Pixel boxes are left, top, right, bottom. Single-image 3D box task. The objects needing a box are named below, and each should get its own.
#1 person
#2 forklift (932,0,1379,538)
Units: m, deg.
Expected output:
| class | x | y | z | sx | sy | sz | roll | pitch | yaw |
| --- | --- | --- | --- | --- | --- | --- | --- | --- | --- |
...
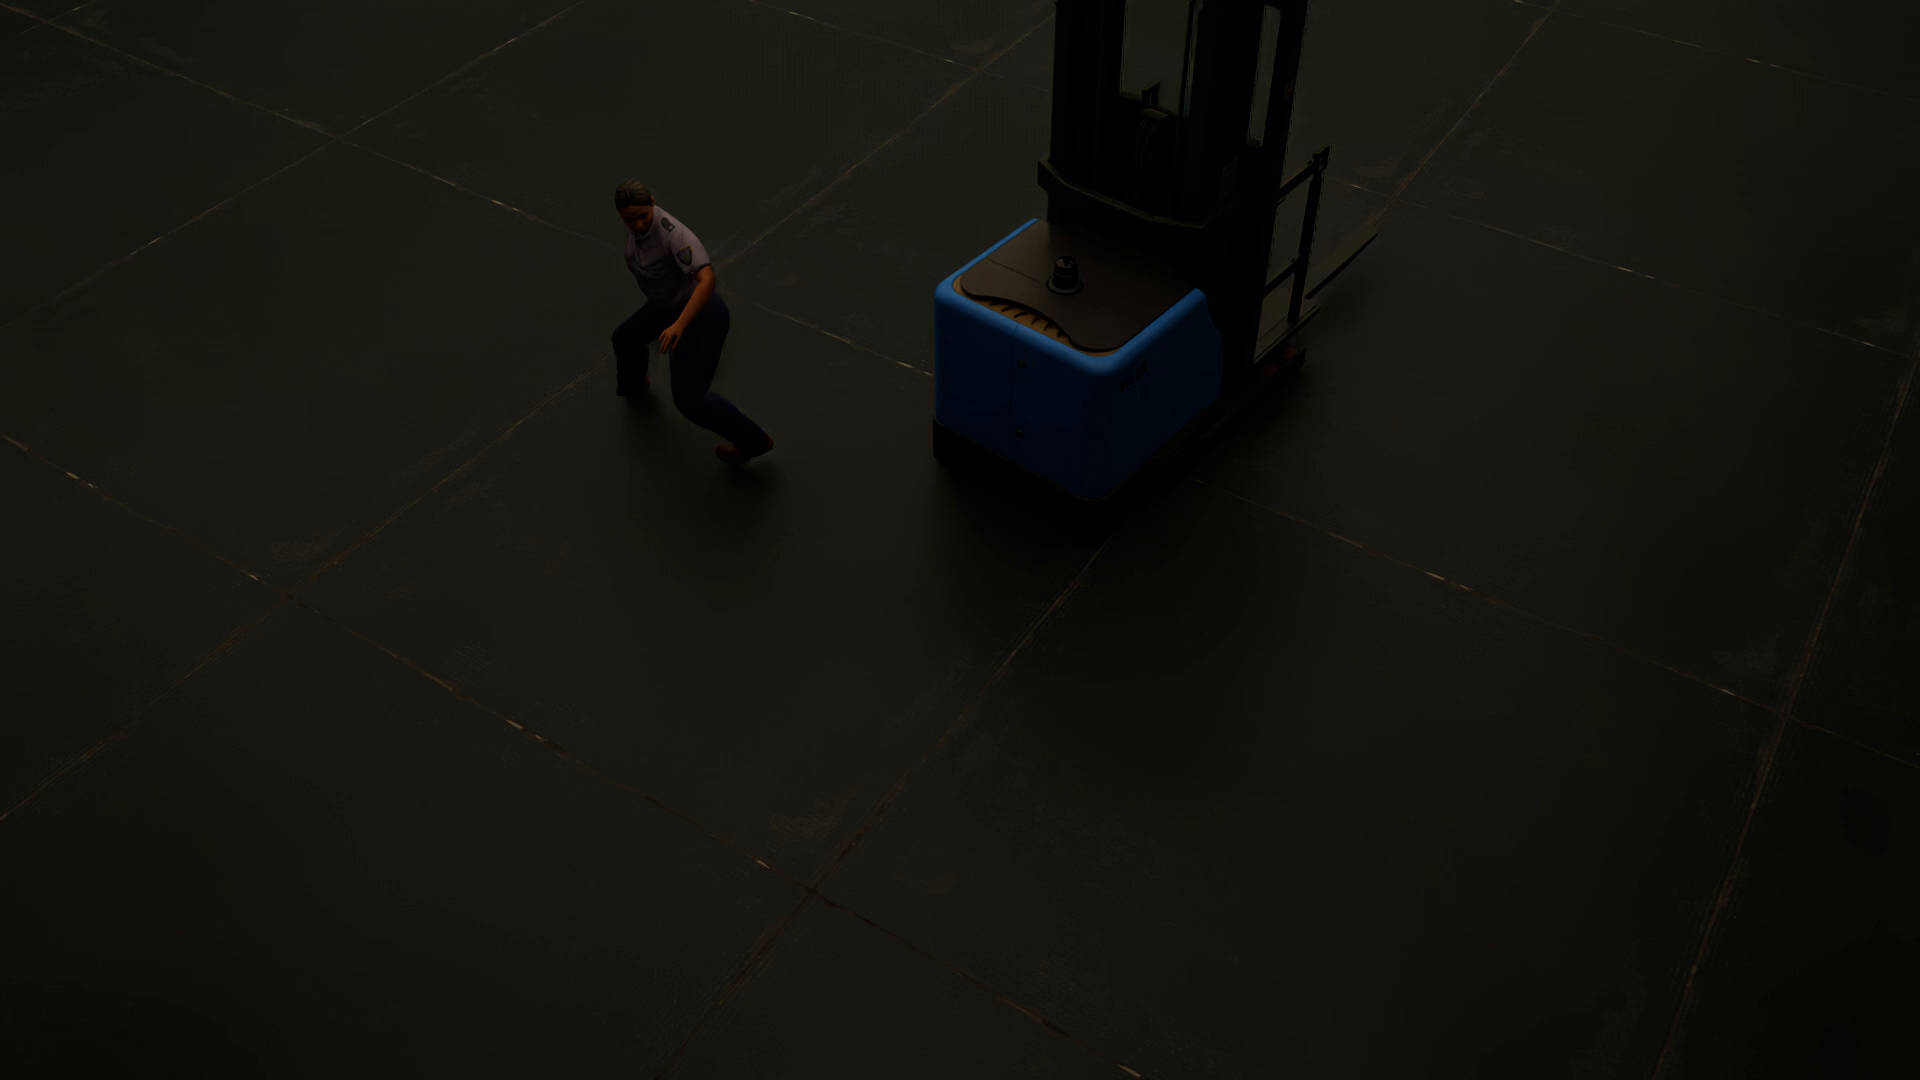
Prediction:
| class | x | y | z | sx | sy | sz | roll | pitch | yaw |
| --- | --- | --- | --- | --- | --- | --- | --- | --- | --- |
| person | -1.419 | -1.099 | 8.130 | 0.523 | 1.595 | 1.087 | -23 | 48 | -22 |
| forklift | 1.186 | -2.024 | 7.983 | 1.130 | 2.935 | 3.031 | 29 | 51 | 27 |
